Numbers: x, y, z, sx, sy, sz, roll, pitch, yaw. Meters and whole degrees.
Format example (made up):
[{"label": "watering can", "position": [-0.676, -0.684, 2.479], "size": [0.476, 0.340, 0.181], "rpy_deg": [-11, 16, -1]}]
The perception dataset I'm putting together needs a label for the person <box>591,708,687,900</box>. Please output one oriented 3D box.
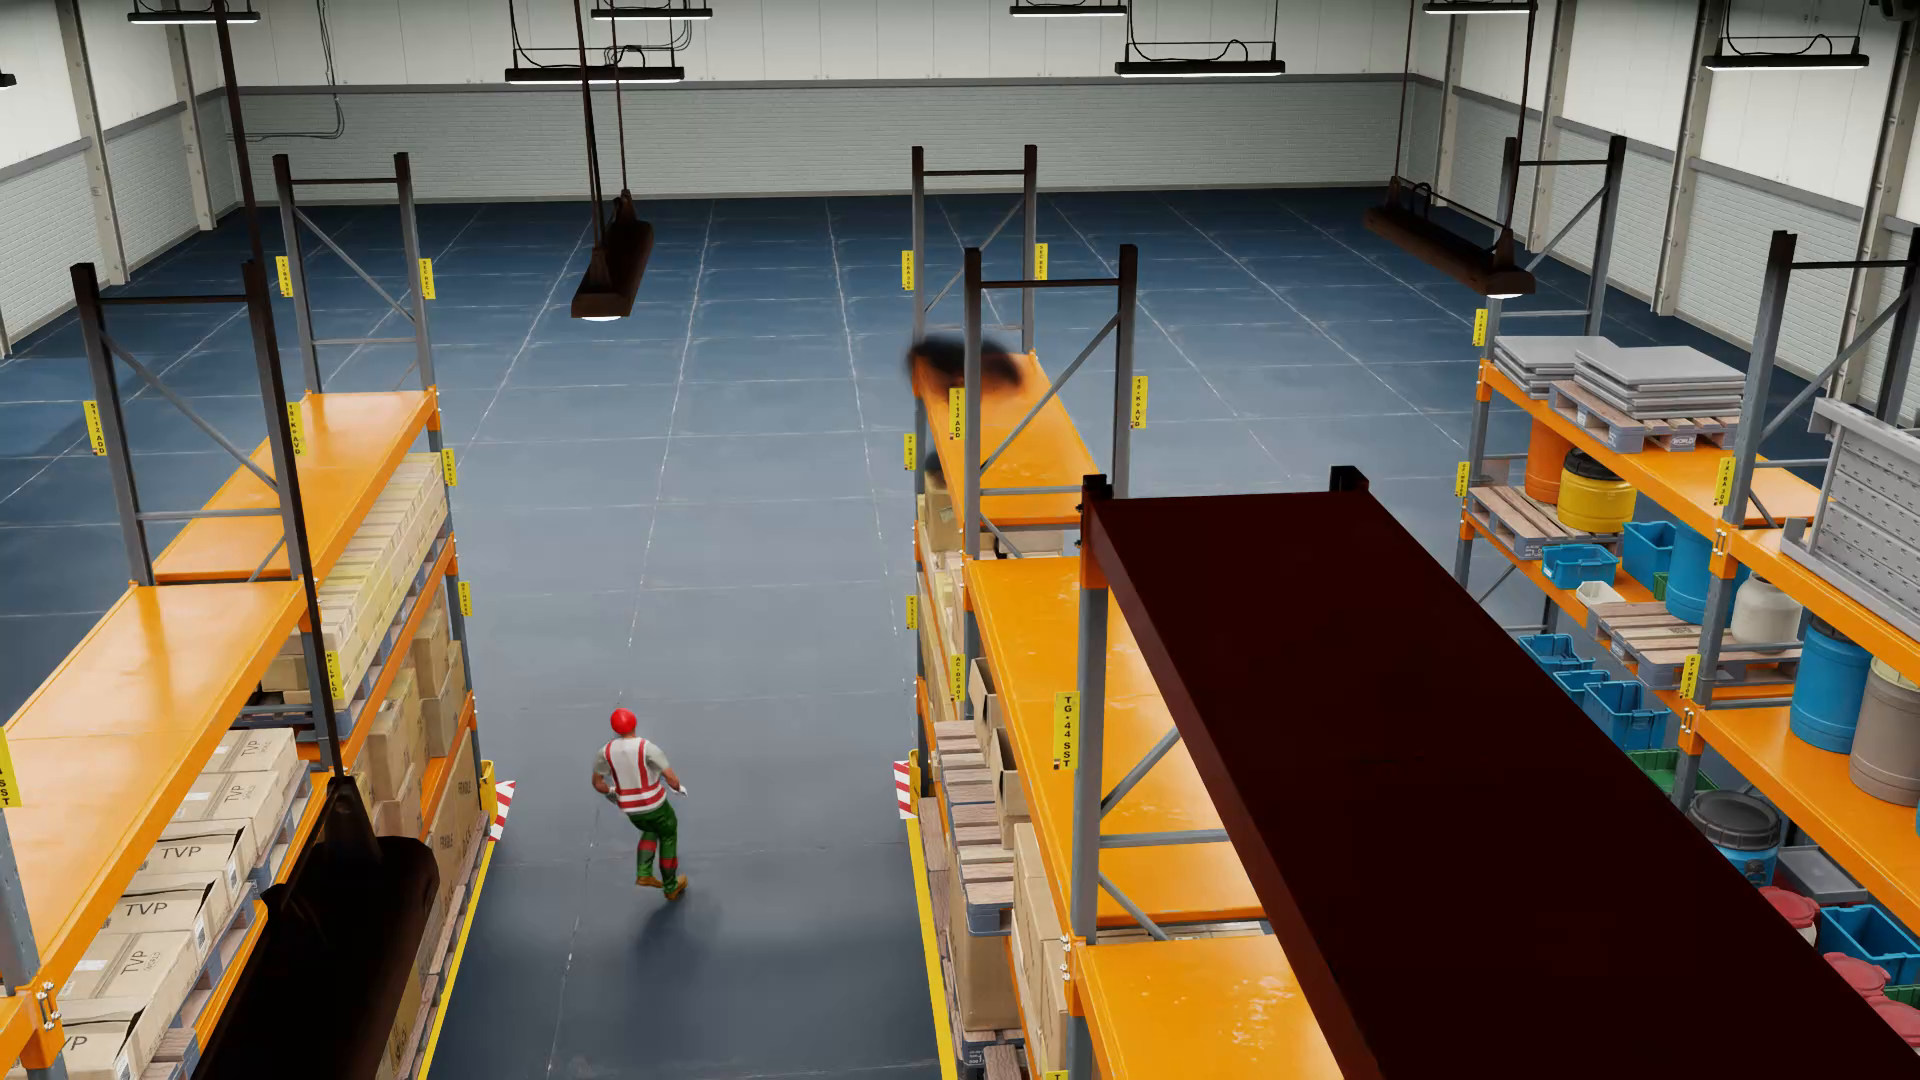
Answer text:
[{"label": "person", "position": [-2.657, 2.174, 13.844], "size": [0.708, 1.733, 0.515], "rpy_deg": [3, 22, 9]}]
